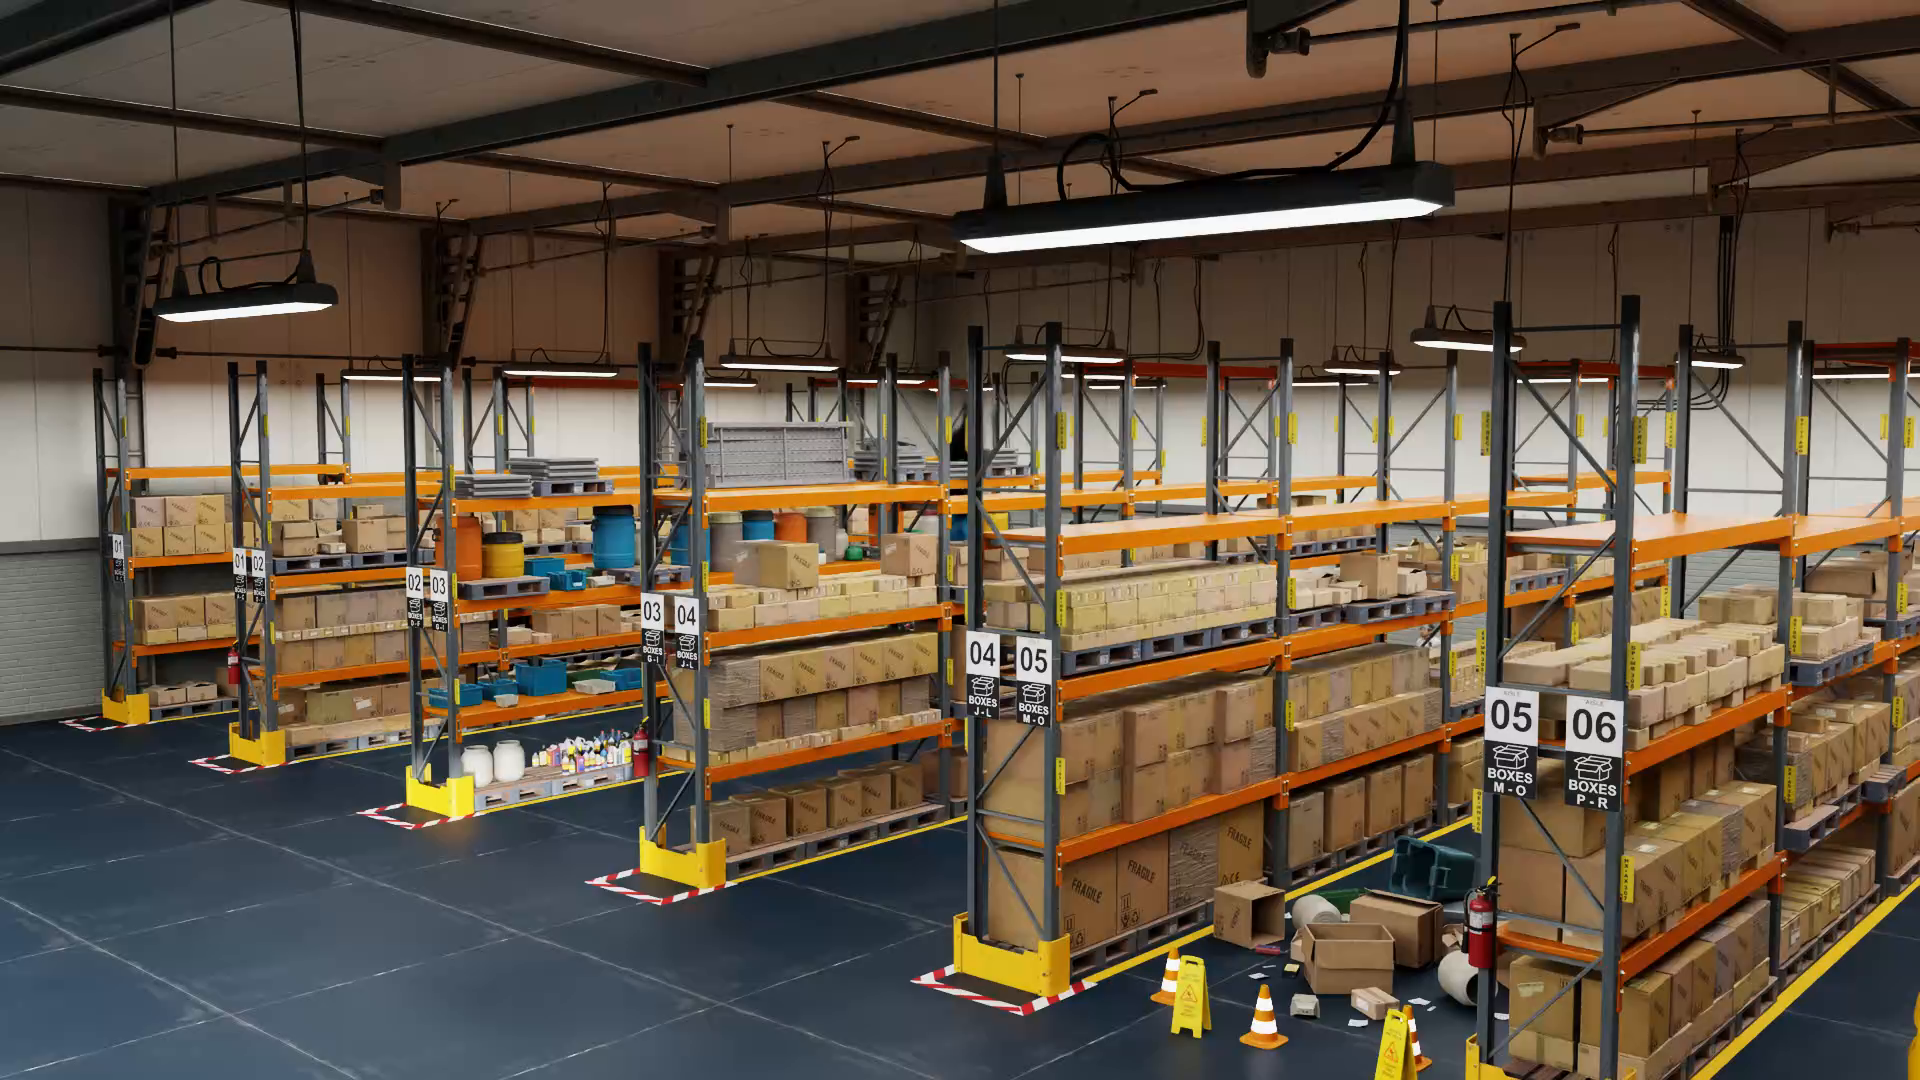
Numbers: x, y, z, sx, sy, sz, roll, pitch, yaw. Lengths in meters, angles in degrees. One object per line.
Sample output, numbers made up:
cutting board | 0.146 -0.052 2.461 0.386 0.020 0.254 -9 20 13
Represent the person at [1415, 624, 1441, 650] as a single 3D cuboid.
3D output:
person | 8.171 2.225 28.973 0.635 1.612 0.515 4 6 42
